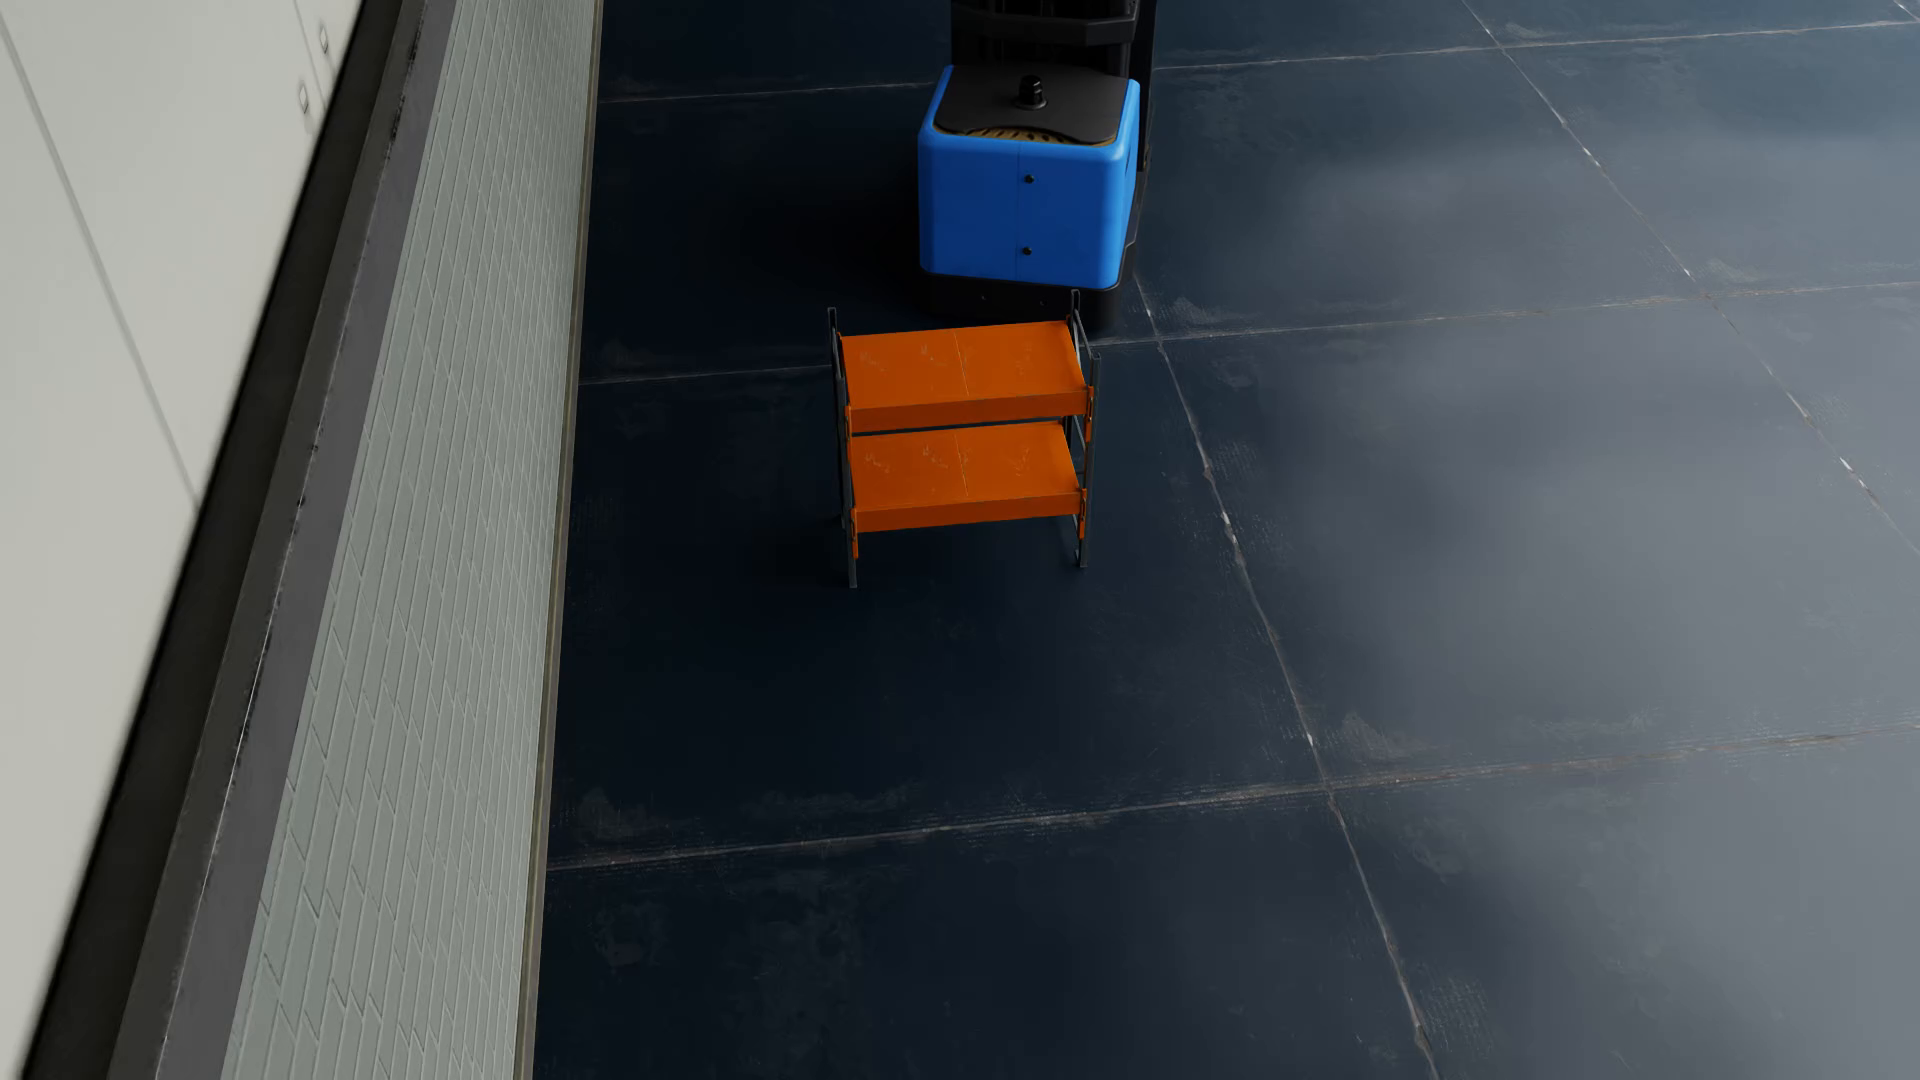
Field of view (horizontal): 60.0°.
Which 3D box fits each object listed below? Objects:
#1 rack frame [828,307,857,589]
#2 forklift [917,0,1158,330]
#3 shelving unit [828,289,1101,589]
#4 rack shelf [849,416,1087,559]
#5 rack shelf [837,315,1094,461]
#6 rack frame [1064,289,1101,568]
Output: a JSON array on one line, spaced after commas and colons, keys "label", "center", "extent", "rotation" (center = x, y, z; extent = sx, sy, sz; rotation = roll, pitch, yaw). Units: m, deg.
[{"label": "rack frame", "center": [-0.497, -0.374, 7.040], "extent": [0.032, 1.125, 0.500], "rotation": [-5, 42, -6]}, {"label": "forklift", "center": [0.537, -3.165, 8.786], "extent": [1.130, 2.935, 3.031], "rotation": [7, 42, 7]}, {"label": "shelving unit", "center": [0.007, -0.418, 7.089], "extent": [1.048, 1.125, 0.538], "rotation": [-5, 42, -6]}, {"label": "rack shelf", "center": [0.007, -0.237, 7.253], "extent": [1.000, 0.278, 0.538], "rotation": [-5, 42, -6]}, {"label": "rack shelf", "center": [0.007, -0.636, 6.893], "extent": [1.000, 0.278, 0.538], "rotation": [-5, 42, -6]}, {"label": "rack frame", "center": [0.511, -0.462, 7.138], "extent": [0.032, 1.125, 0.500], "rotation": [-5, 42, -6]}]
